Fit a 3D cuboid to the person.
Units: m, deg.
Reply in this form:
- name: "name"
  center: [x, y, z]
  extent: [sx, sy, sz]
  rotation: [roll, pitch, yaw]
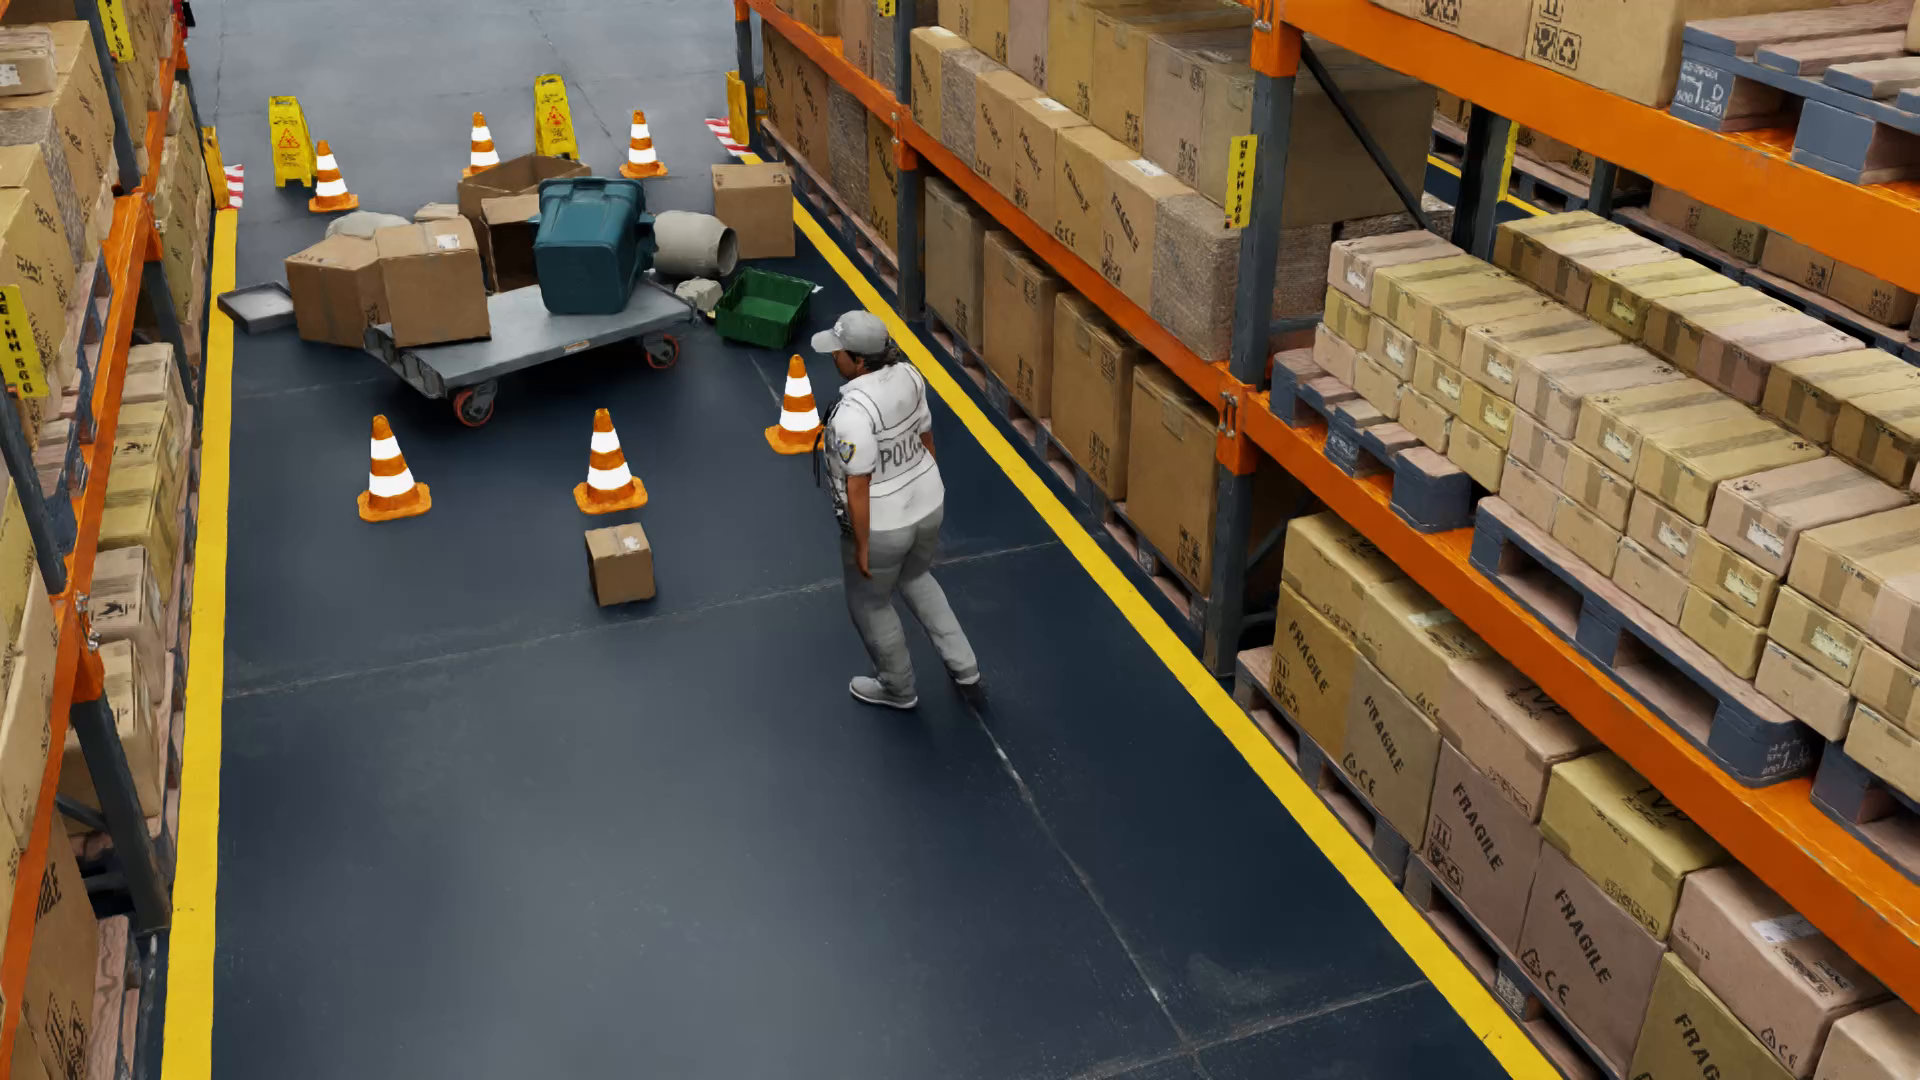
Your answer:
- name: "person"
  center: [-0.220, -0.083, 6.274]
  extent: [0.581, 1.653, 0.553]
  rotation: [19, 35, 30]
